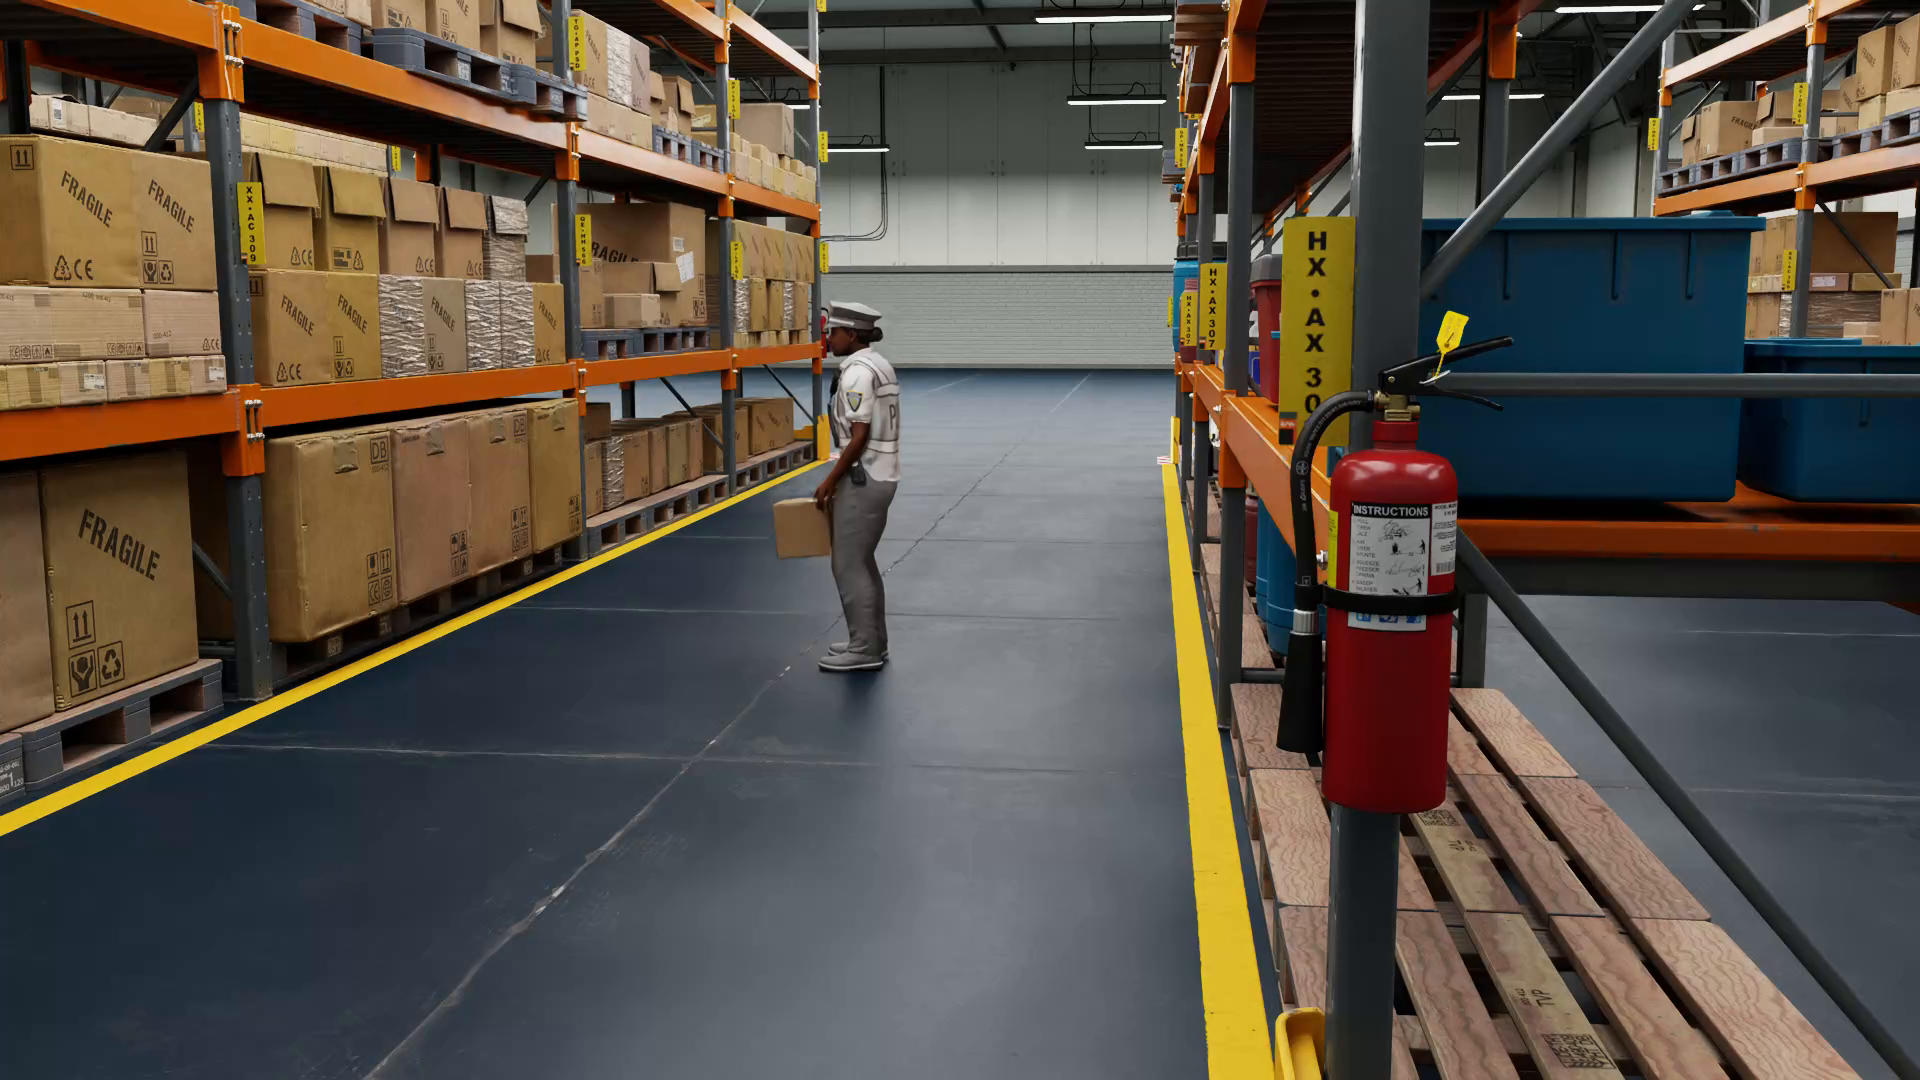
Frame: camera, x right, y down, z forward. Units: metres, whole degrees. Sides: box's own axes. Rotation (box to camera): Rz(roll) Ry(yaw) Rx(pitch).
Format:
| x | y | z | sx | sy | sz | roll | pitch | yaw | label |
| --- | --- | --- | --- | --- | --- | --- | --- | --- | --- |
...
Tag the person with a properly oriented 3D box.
| x | y | z | sx | sy | sz | roll | pitch | yaw | label |
| --- | --- | --- | --- | --- | --- | --- | --- | --- | --- |
| -0.460 | -0.253 | 7.611 | 0.377 | 1.676 | 0.488 | 1 | 8 | 5 | person |
